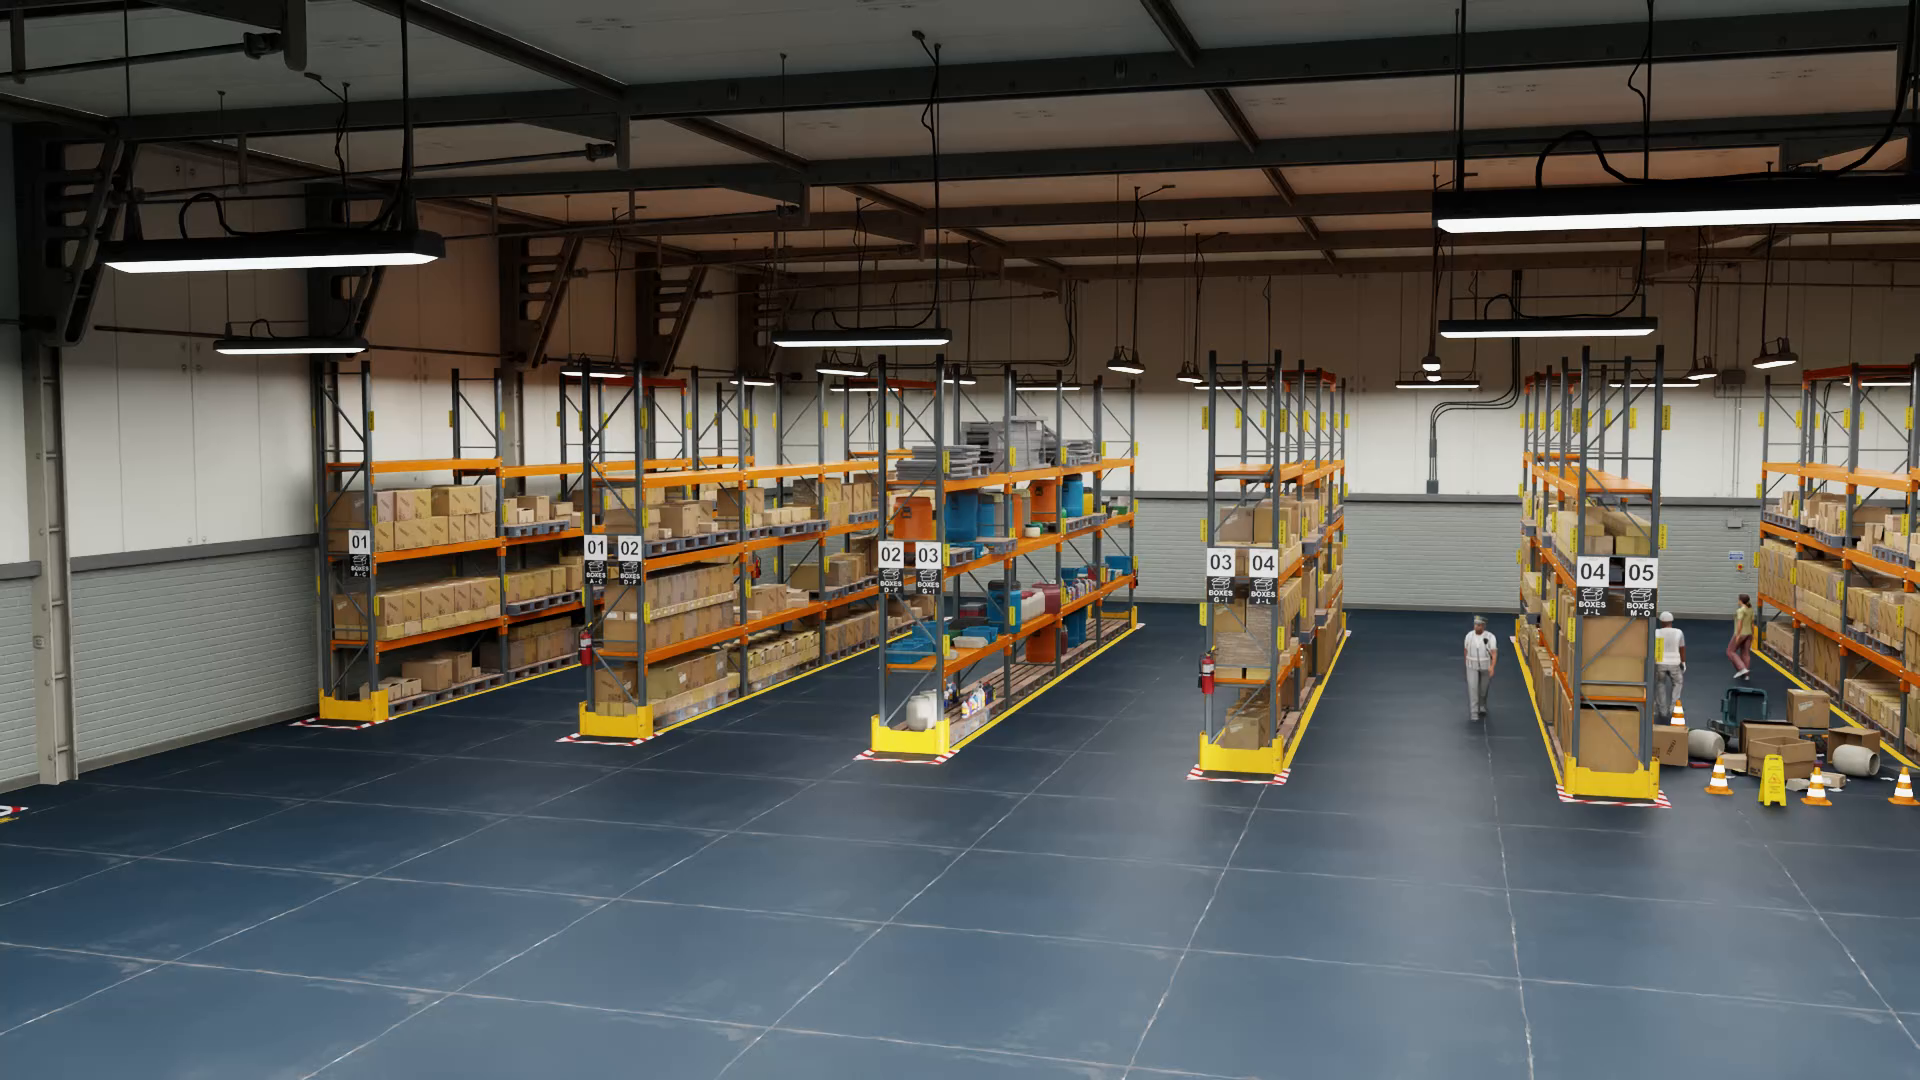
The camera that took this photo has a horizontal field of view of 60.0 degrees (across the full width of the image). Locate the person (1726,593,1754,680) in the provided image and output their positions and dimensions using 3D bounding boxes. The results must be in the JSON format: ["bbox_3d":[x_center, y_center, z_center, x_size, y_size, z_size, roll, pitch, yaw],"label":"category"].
[{"bbox_3d":[15.159,1.923,32.165,0.487,1.563,0.461,-2,4,-25],"label":"person"}]

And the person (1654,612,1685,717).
[{"bbox_3d":[11.977,2.109,28.161,0.581,1.780,0.553,1,4,17],"label":"person"}]

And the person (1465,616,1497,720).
[{"bbox_3d":[8.776,2.125,28.013,0.511,1.709,1.067,1,4,14],"label":"person"}]
